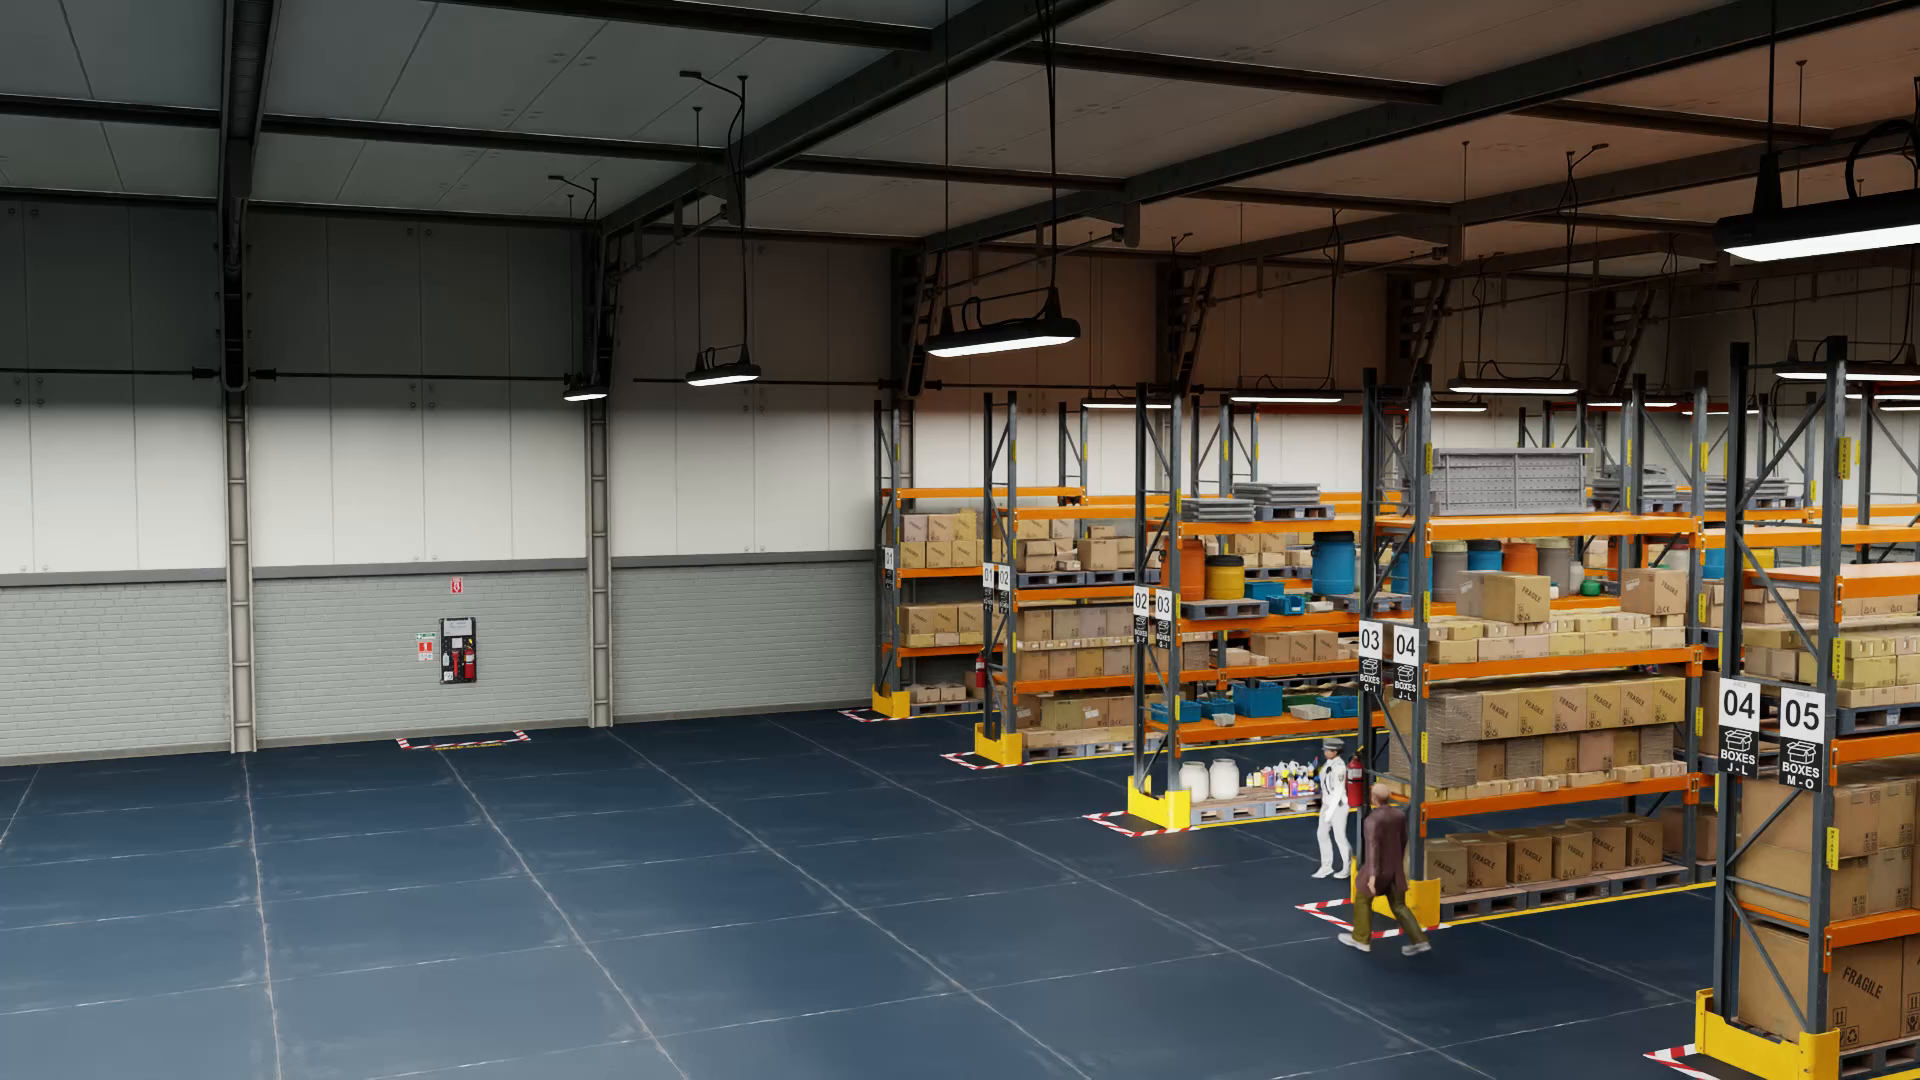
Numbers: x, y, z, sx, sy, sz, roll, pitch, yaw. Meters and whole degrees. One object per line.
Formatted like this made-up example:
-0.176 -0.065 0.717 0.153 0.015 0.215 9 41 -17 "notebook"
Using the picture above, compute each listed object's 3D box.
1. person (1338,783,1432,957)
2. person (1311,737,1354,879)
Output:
4.292 3.315 16.702 0.613 1.738 1.099 -2 4 -32 "person"
4.446 3.201 19.735 0.494 1.718 0.531 0 3 -7 "person"
